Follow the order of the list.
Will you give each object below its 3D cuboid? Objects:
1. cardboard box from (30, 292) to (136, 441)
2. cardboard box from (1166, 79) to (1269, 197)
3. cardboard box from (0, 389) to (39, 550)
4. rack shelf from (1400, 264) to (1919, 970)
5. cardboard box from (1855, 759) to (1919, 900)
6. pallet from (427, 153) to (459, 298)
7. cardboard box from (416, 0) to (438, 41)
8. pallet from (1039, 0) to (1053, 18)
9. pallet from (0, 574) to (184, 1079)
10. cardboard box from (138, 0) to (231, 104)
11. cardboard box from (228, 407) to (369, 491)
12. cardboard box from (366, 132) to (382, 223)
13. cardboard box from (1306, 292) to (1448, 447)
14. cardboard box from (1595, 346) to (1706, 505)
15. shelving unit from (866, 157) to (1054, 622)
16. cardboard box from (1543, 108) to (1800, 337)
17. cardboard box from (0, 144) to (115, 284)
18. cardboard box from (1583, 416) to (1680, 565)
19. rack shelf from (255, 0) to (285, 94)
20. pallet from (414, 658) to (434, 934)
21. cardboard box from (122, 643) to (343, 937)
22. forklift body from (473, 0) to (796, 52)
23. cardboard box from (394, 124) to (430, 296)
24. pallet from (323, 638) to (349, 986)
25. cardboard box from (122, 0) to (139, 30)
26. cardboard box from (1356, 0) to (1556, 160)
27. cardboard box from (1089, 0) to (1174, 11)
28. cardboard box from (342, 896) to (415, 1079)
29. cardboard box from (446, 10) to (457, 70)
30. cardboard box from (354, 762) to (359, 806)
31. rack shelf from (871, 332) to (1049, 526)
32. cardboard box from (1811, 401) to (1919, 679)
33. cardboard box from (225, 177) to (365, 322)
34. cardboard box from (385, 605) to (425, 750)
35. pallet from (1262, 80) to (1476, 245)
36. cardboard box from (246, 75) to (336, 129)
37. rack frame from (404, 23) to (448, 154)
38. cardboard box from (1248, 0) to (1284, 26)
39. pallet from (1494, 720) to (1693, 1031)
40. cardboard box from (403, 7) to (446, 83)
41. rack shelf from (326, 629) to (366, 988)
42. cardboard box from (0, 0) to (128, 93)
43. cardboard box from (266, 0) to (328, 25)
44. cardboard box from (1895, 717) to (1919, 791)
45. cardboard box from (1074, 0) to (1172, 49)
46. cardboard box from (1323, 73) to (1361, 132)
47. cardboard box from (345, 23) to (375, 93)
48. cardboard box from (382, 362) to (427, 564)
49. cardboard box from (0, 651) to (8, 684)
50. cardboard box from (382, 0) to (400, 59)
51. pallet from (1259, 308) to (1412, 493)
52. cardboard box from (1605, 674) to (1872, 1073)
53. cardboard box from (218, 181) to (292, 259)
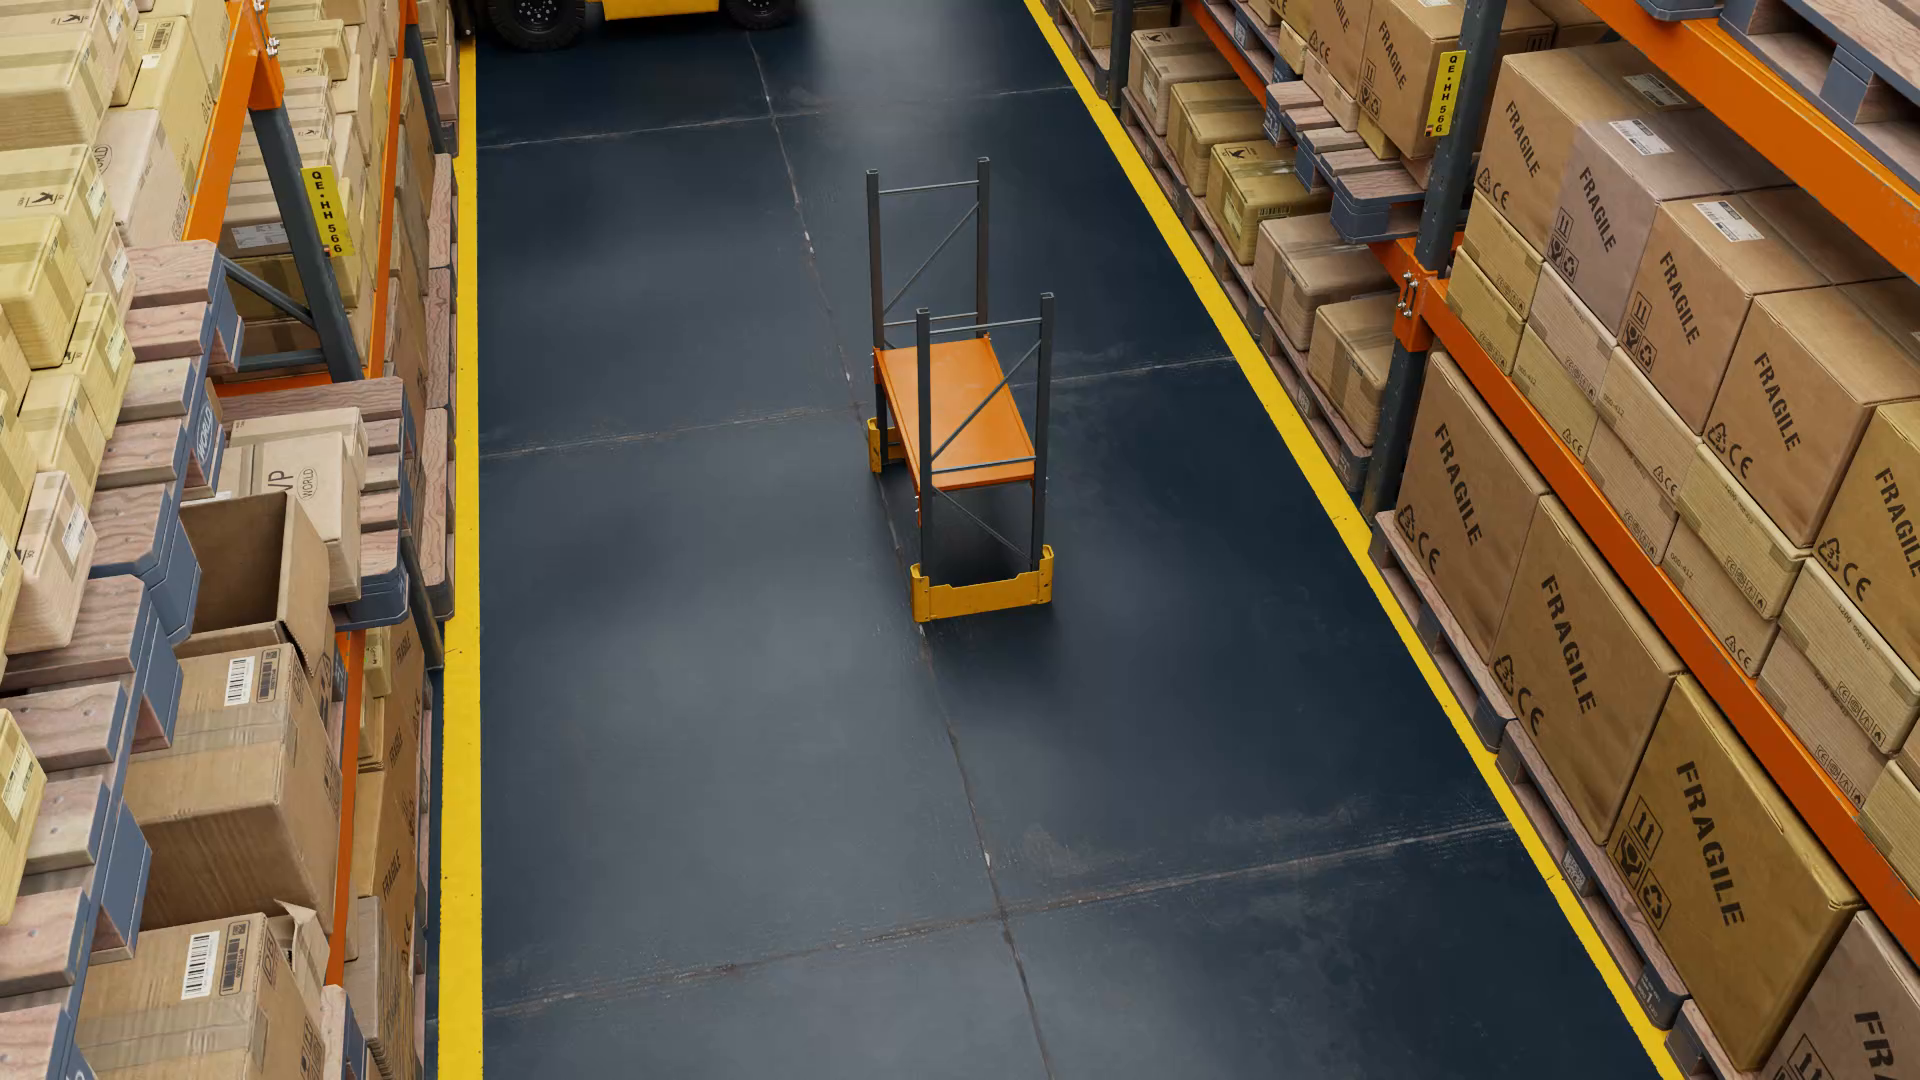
[{"bbox_3d":[-1.651,-0.278,2.841,0.380,0.149,0.250,-7,42,-8],"label":"cardboard box"},{"bbox_3d":[1.687,-2.246,9.183,0.950,0.372,0.625,-6,42,-7],"label":"cardboard box"},{"bbox_3d":[-1.564,-0.063,2.376,0.380,0.149,0.250,-9,42,-10],"label":"cardboard box"},{"bbox_3d":[2.708,0.282,5.215,1.077,0.370,4.000,-8,42,-9],"label":"rack shelf"},{"bbox_3d":[2.688,0.780,4.224,0.500,0.250,0.500,-9,42,-10],"label":"cardboard box"},{"bbox_3d":[-3.236,-1.648,8.947,1.003,0.211,1.213,-8,42,-9],"label":"pallet"},{"bbox_3d":[-3.231,-3.024,9.399,0.500,0.250,0.500,-9,42,-10],"label":"cardboard box"},{"bbox_3d":[0.967,-4.056,11.661,1.003,0.211,1.213,-8,42,-9],"label":"pallet"},{"bbox_3d":[-1.778,0.539,2.266,1.213,0.211,1.003,-8,42,-9],"label":"pallet"},{"bbox_3d":[-2.222,-1.338,4.351,0.500,0.250,0.500,-10,43,-11],"label":"cardboard box"},{"bbox_3d":[-2.053,-0.262,5.159,0.380,0.149,0.250,-8,42,-8],"label":"cardboard box"},{"bbox_3d":[-2.648,-1.496,6.789,0.500,0.250,0.500,-10,42,-11],"label":"cardboard box"},{"bbox_3d":[2.164,-0.826,7.584,0.950,0.372,0.625,-11,43,-12],"label":"cardboard box"},{"bbox_3d":[2.351,-0.391,5.167,0.500,0.250,0.500,-8,42,-9],"label":"cardboard box"},{"bbox_3d":[-0.016,-0.610,6.808,0.587,1.500,1.083,-8,42,-9],"label":"shelving unit"},{"bbox_3d":[2.261,-1.020,5.311,0.500,0.500,0.500,-8,42,-9],"label":"cardboard box"},{"bbox_3d":[-1.732,-0.557,2.932,0.380,0.149,0.250,-8,42,-9],"label":"cardboard box"},{"bbox_3d":[2.372,-0.203,5.332,0.500,0.250,0.500,-7,42,-8],"label":"cardboard box"},{"bbox_3d":[-3.001,-2.719,6.336,1.077,0.370,4.000,-8,42,-9],"label":"rack shelf"},{"bbox_3d":[-2.445,0.962,6.007,1.003,0.211,1.213,-8,42,-9],"label":"pallet"},{"bbox_3d":[-1.873,0.638,3.880,0.700,0.500,0.500,-9,42,-10],"label":"cardboard box"},{"bbox_3d":[-2.106,-4.470,10.666,2.313,2.155,1.214,-8,42,-9],"label":"forklift body"},{"bbox_3d":[-3.149,-1.591,8.255,0.875,0.625,0.625,-9,42,-10],"label":"cardboard box"},{"bbox_3d":[-2.145,0.762,4.277,1.003,0.211,1.213,-8,42,-9],"label":"pallet"},{"bbox_3d":[-2.189,-1.245,3.946,0.380,0.149,0.250,-7,42,-8],"label":"cardboard box"},{"bbox_3d":[1.907,-1.844,6.452,0.500,0.500,0.500,-9,42,-11],"label":"cardboard box"},{"bbox_3d":[1.023,-3.631,10.271,0.500,0.500,0.500,-9,42,-10],"label":"cardboard box"},{"bbox_3d":[-1.925,1.450,4.924,0.500,0.500,0.500,-10,43,-11],"label":"cardboard box"},{"bbox_3d":[-3.339,-2.979,10.102,0.500,0.250,0.500,-9,42,-10],"label":"cardboard box"},{"bbox_3d":[-2.100,0.776,5.194,0.380,0.149,0.250,-7,42,-8],"label":"cardboard box"},{"bbox_3d":[-0.018,-0.482,6.934,0.538,0.185,1.000,-8,42,-9],"label":"rack shelf"},{"bbox_3d":[2.589,-0.021,4.186,0.500,0.500,0.500,-7,42,-8],"label":"cardboard box"},{"bbox_3d":[-2.402,-1.027,5.884,0.500,0.250,0.500,-8,42,-9],"label":"cardboard box"},{"bbox_3d":[-2.268,0.451,6.049,0.500,0.500,0.500,-7,42,-8],"label":"cardboard box"},{"bbox_3d":[2.019,-1.659,7.003,1.213,0.211,1.003,-8,42,-9],"label":"pallet"},{"bbox_3d":[-2.559,-1.602,6.231,0.380,0.149,0.250,-8,42,-9],"label":"cardboard box"},{"bbox_3d":[-3.433,-3.163,8.553,1.000,3.000,0.127,-8,42,-9],"label":"rack frame"},{"bbox_3d":[1.564,-2.518,7.701,0.380,0.149,0.250,-10,42,-11],"label":"cardboard box"},{"bbox_3d":[2.633,1.070,5.885,1.003,0.211,1.213,-8,42,-9],"label":"pallet"},{"bbox_3d":[-3.236,-2.836,9.564,0.500,0.250,0.500,-9,42,-9],"label":"cardboard box"},{"bbox_3d":[-2.138,0.996,4.411,1.077,0.370,4.000,-8,42,-9],"label":"rack shelf"},{"bbox_3d":[-1.983,-1.038,3.488,0.380,0.149,0.250,-9,42,-10],"label":"cardboard box"},{"bbox_3d":[-2.790,-2.089,6.779,0.380,0.149,0.250,-8,42,-9],"label":"cardboard box"},{"bbox_3d":[2.692,0.605,4.046,0.500,0.250,0.500,-7,42,-8],"label":"cardboard box"},{"bbox_3d":[1.023,-3.350,10.519,0.500,0.250,0.500,-7,42,-7],"label":"cardboard box"},{"bbox_3d":[1.749,-1.846,6.943,0.380,0.149,0.250,-9,42,-10],"label":"cardboard box"},{"bbox_3d":[-2.764,-2.018,7.000,0.500,0.250,0.500,-8,42,-9],"label":"cardboard box"},{"bbox_3d":[-2.691,-0.245,6.739,0.875,0.625,0.625,-7,42,-8],"label":"cardboard box"},{"bbox_3d":[-1.555,0.227,2.273,0.380,0.149,0.250,-8,42,-9],"label":"cardboard box"},{"bbox_3d":[-2.955,-2.492,7.911,0.500,0.250,0.500,-9,42,-10],"label":"cardboard box"},{"bbox_3d":[2.109,-0.747,7.933,1.003,0.211,1.213,-8,42,-9],"label":"pallet"},{"bbox_3d":[2.725,0.972,5.180,0.875,0.875,0.875,-7,42,-8],"label":"cardboard box"},{"bbox_3d":[-2.351,-1.099,5.664,0.380,0.149,0.250,-7,42,-8],"label":"cardboard box"}]
